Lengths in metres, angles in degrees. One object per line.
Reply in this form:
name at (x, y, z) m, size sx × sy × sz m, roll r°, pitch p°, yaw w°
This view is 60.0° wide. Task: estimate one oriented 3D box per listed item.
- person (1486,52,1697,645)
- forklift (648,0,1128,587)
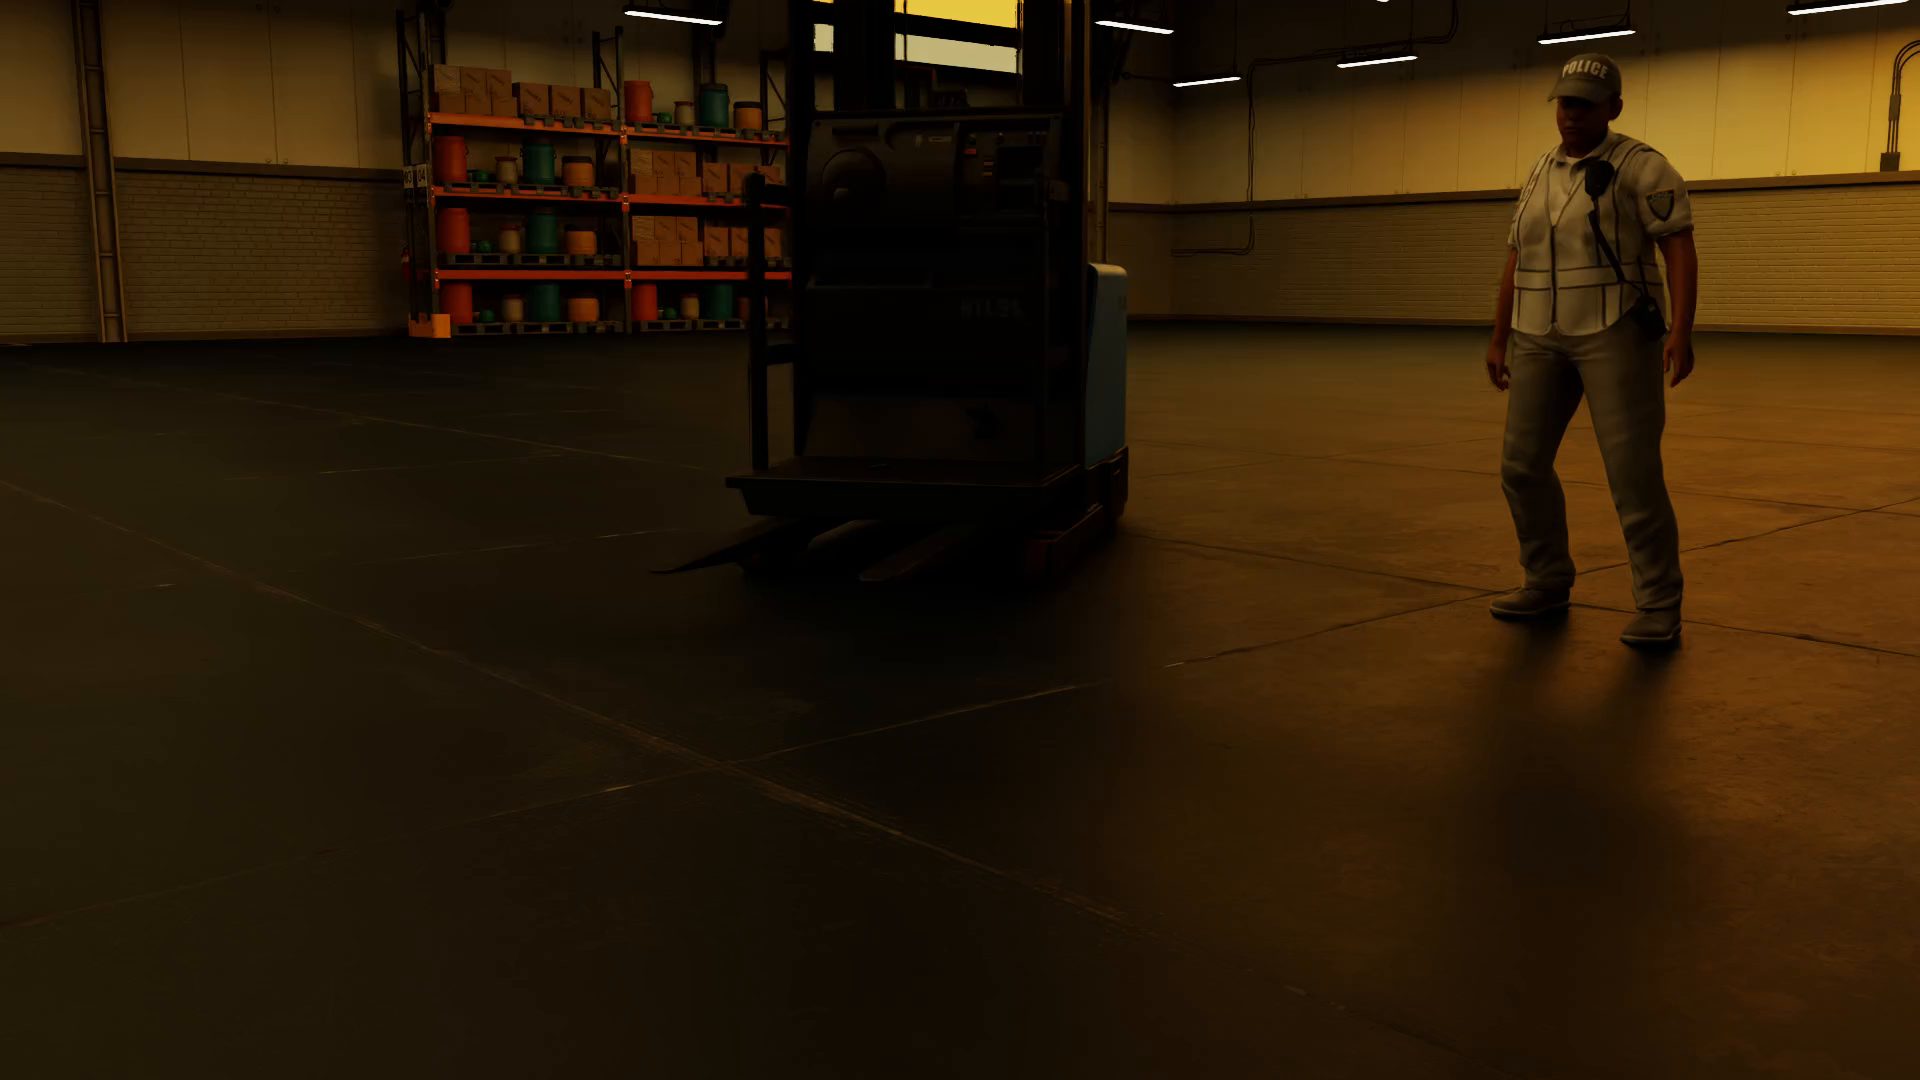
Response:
person at (1.831, -0.569, 4.848) m, size 0.433 × 1.646 × 0.708 m, roll -7°, pitch 11°, yaw -39°
forklift at (-0.147, -1.356, 5.718) m, size 1.130 × 2.935 × 3.031 m, roll 2°, pitch 9°, yaw 14°
